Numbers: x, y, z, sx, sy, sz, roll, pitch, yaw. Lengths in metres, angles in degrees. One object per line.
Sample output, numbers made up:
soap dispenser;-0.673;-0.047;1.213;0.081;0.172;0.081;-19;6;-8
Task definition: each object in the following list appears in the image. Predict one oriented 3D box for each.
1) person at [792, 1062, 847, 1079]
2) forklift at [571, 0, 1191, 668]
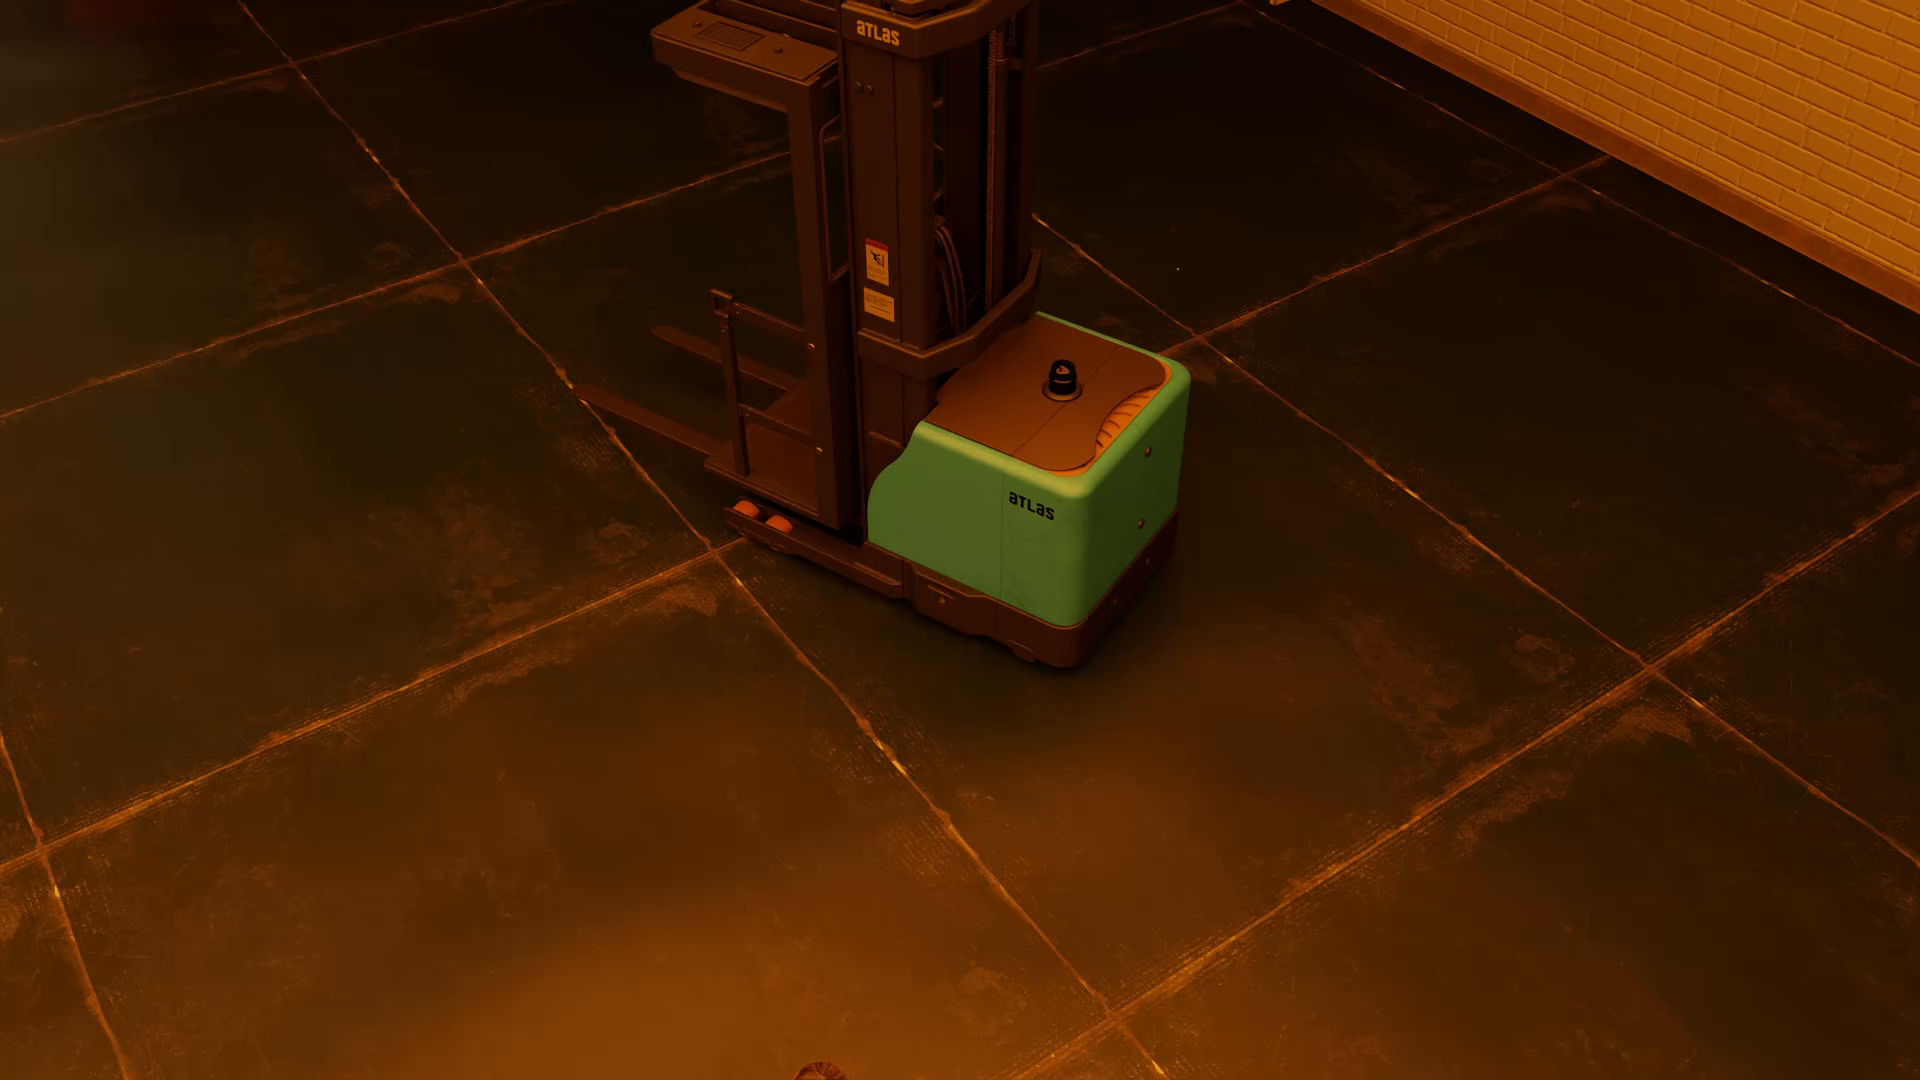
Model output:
person;-0.320;2.008;4.468;0.570;1.654;0.504;-22;47;-22
forklift;-0.511;-1.302;7.129;3.031;2.935;1.130;24;48;24
